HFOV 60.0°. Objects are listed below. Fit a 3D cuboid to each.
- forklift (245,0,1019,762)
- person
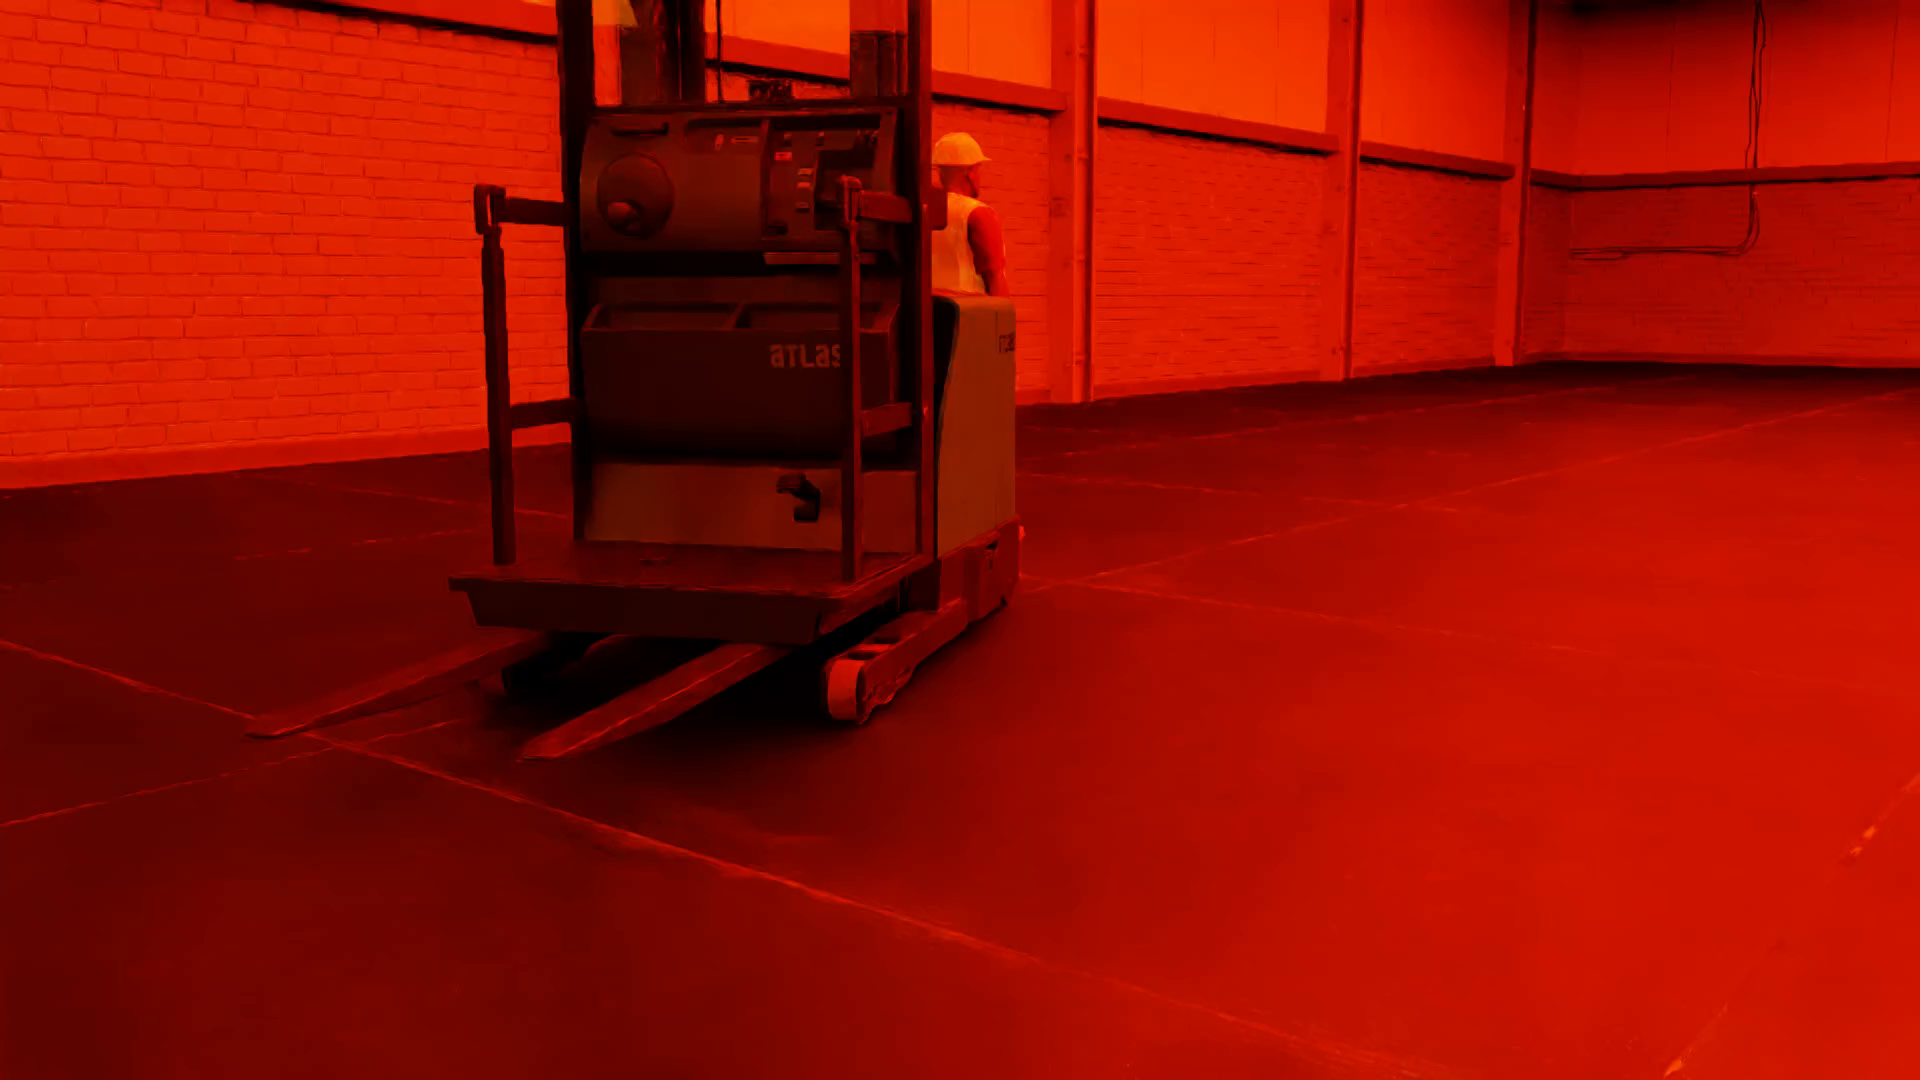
[{"bbox_3d":[-0.680,-1.048,4.442,1.130,2.935,3.031,2,9,15],"label":"forklift"},{"bbox_3d":[0.007,-0.876,7.288,0.559,1.771,0.367,7,11,38],"label":"person"}]
